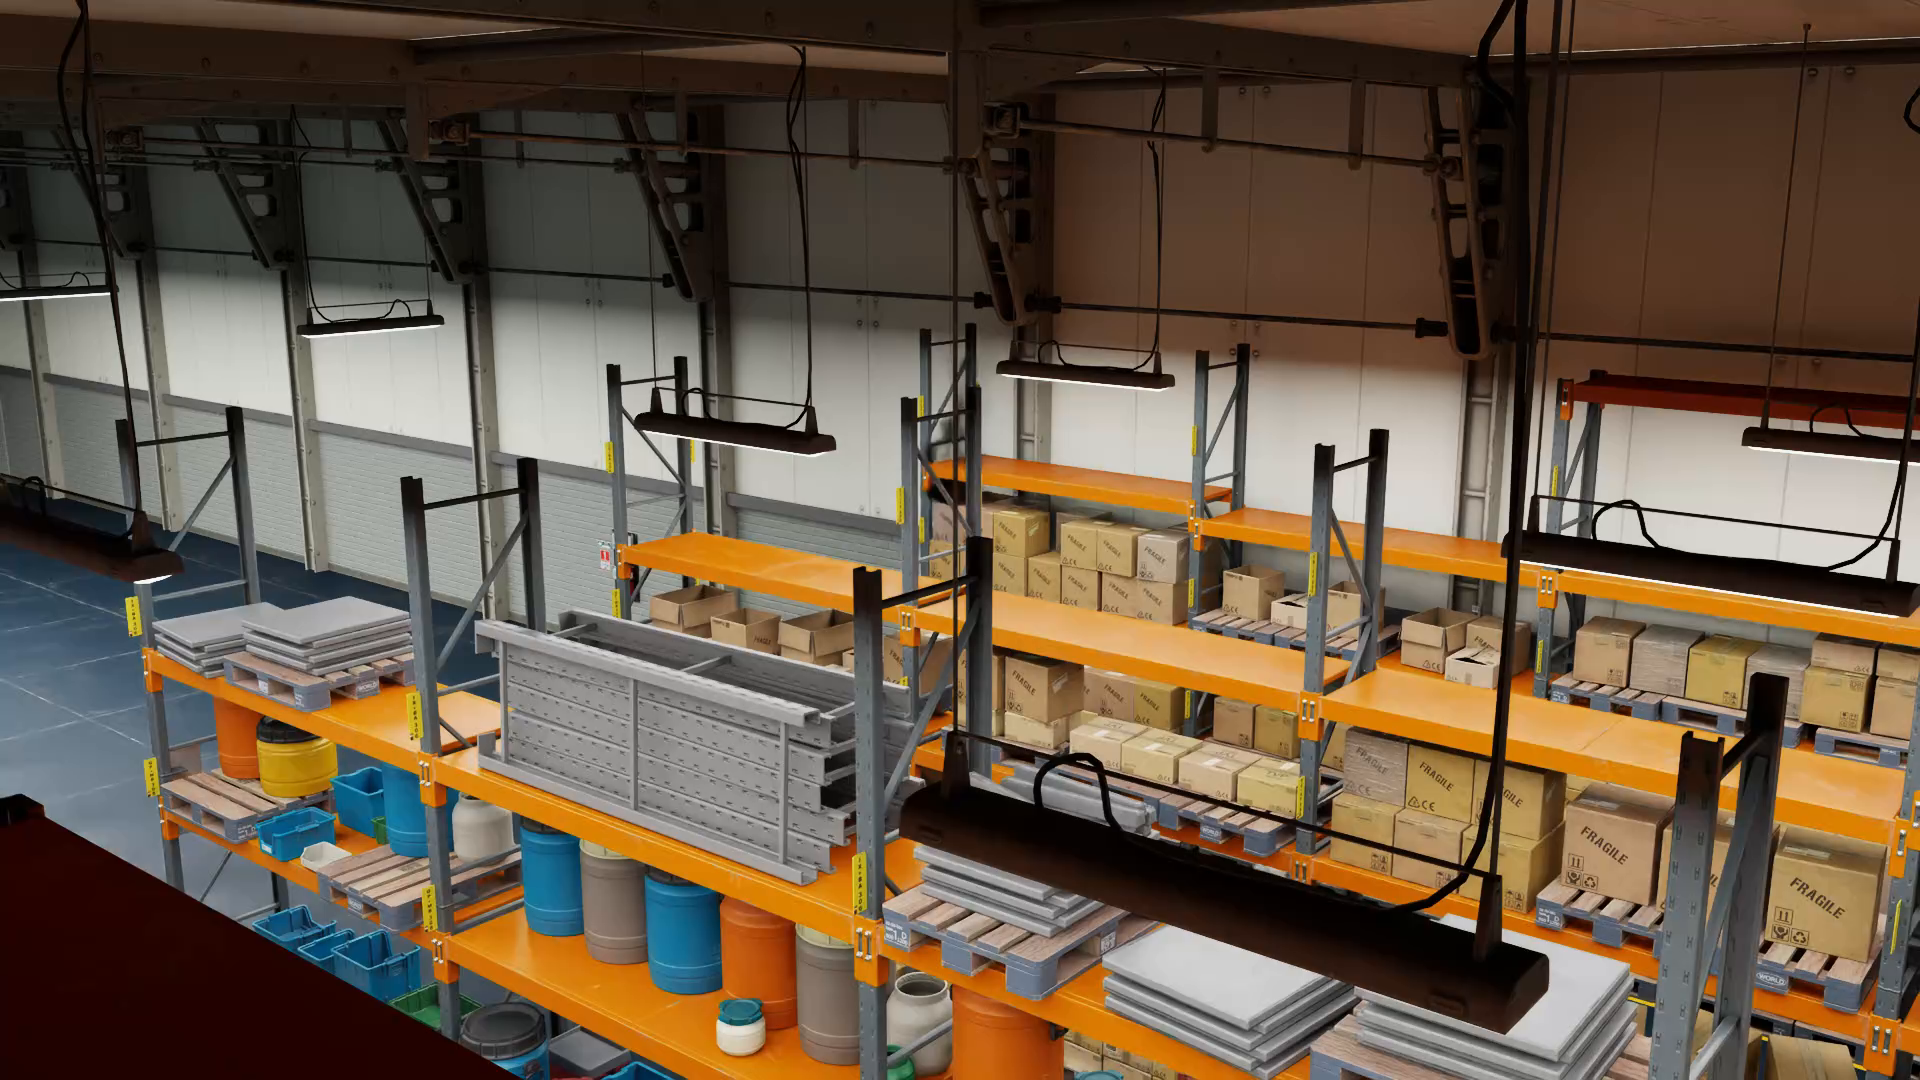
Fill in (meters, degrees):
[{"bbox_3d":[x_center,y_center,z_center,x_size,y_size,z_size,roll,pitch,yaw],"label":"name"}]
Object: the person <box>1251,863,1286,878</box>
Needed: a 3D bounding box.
[{"bbox_3d":[2.991,3.611,16.126,0.983,1.803,0.651,10,16,37],"label":"person"}]
